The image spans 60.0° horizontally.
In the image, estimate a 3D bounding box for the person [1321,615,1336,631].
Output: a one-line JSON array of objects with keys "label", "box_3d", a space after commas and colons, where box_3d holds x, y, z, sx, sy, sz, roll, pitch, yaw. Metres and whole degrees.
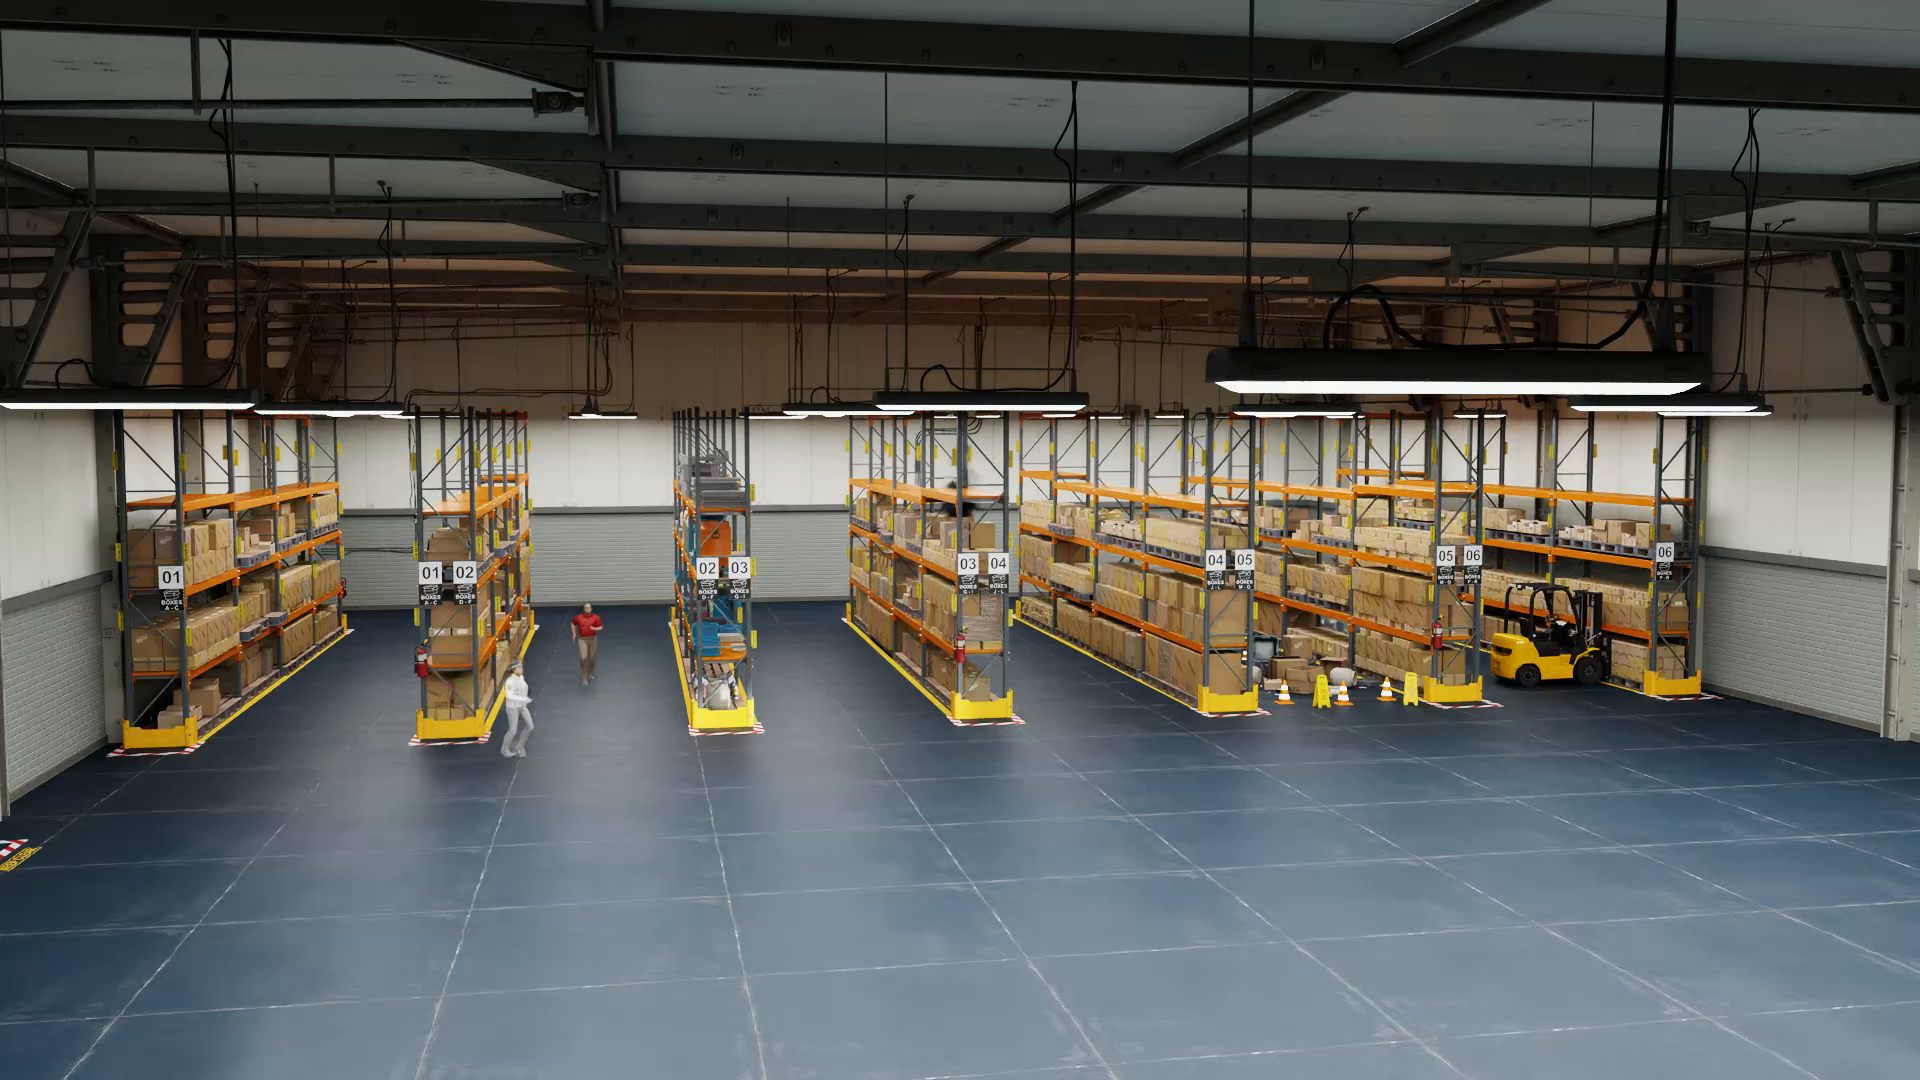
[{"label": "person", "box_3d": [9.795, 1.666, 44.320, 0.635, 1.836, 0.766, -1, 4, -16]}]

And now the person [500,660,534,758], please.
[{"label": "person", "box_3d": [-7.508, 2.883, 28.296, 0.682, 1.724, 0.636, 2, 4, 23]}]

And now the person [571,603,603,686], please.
[{"label": "person", "box_3d": [-8.150, 2.270, 36.403, 0.643, 1.781, 0.848, -2, 4, -20]}]
